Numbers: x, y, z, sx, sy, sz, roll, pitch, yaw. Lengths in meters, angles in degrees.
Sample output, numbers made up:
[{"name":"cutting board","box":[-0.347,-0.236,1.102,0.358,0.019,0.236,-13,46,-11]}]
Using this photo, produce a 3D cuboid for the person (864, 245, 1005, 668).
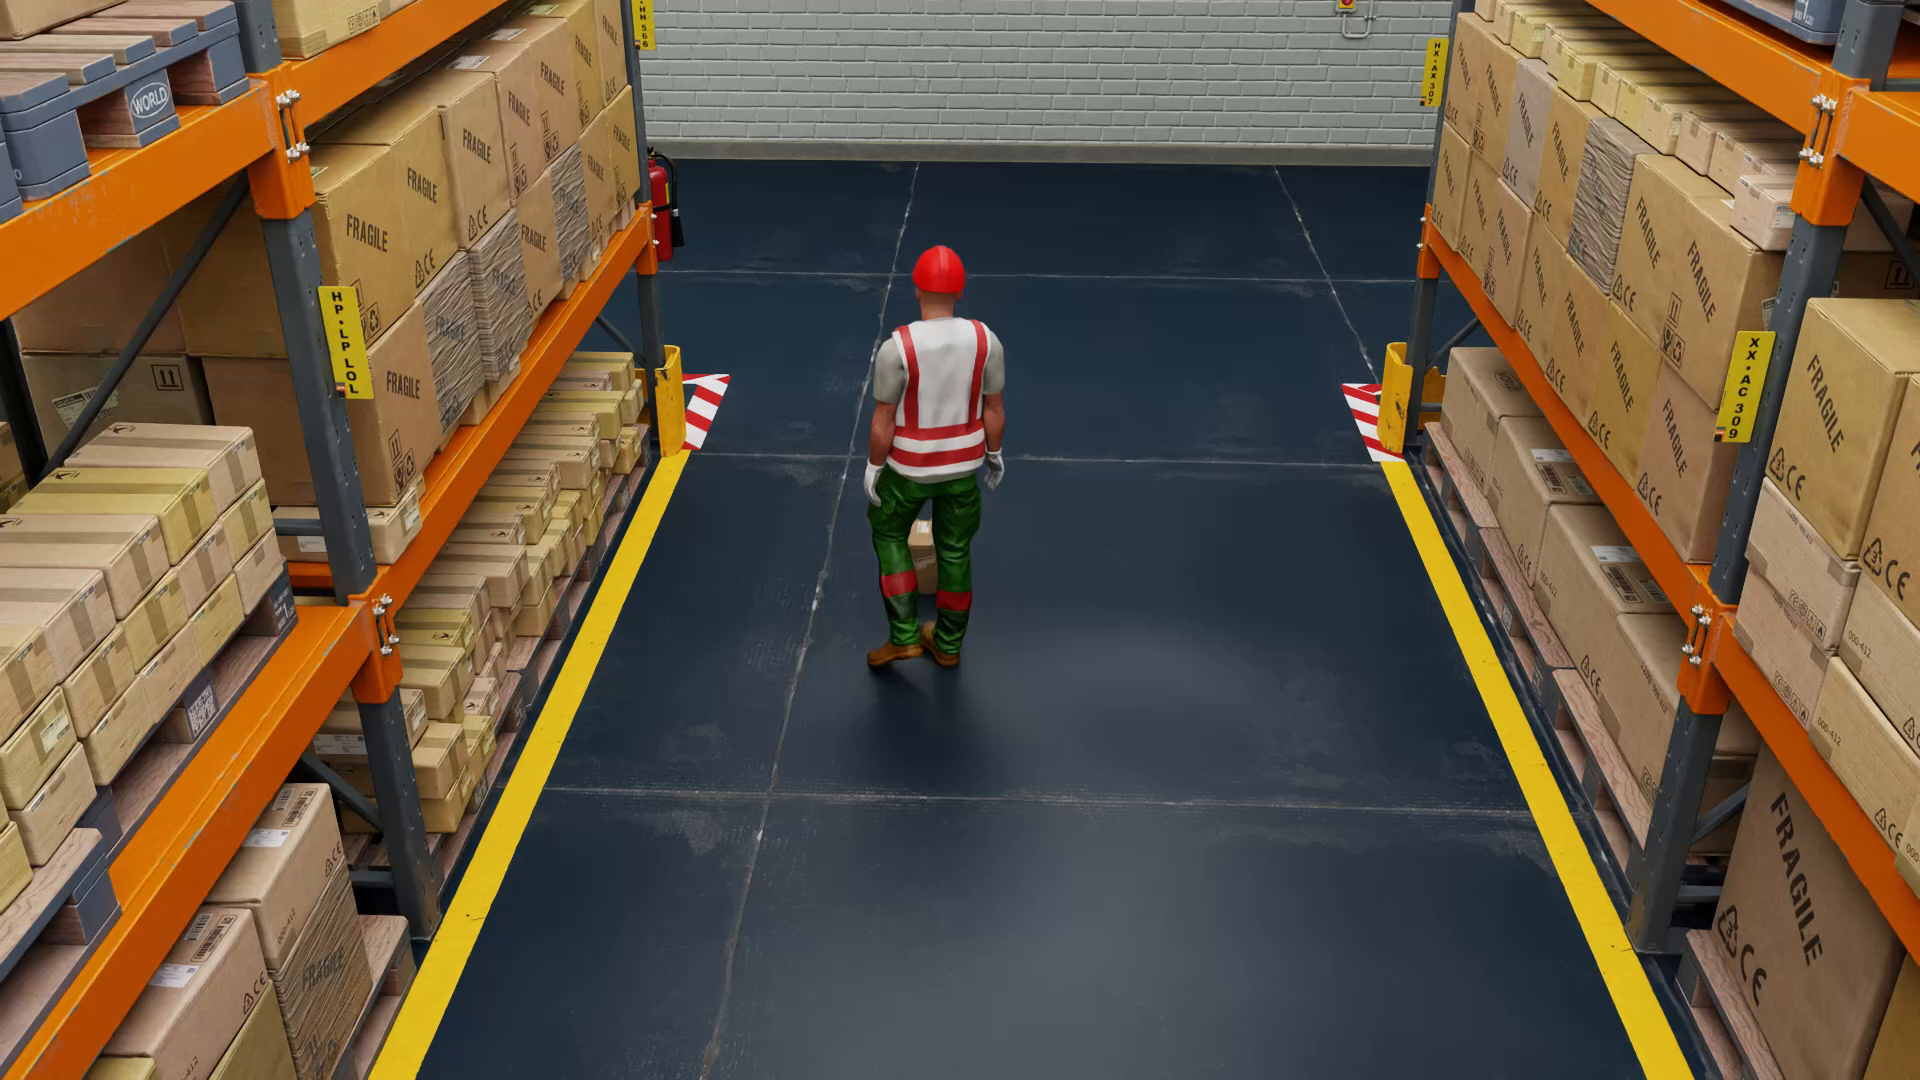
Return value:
[{"name":"person","box":[-0.105,-0.308,6.661,0.592,1.794,0.387,-8,29,-16]}]
